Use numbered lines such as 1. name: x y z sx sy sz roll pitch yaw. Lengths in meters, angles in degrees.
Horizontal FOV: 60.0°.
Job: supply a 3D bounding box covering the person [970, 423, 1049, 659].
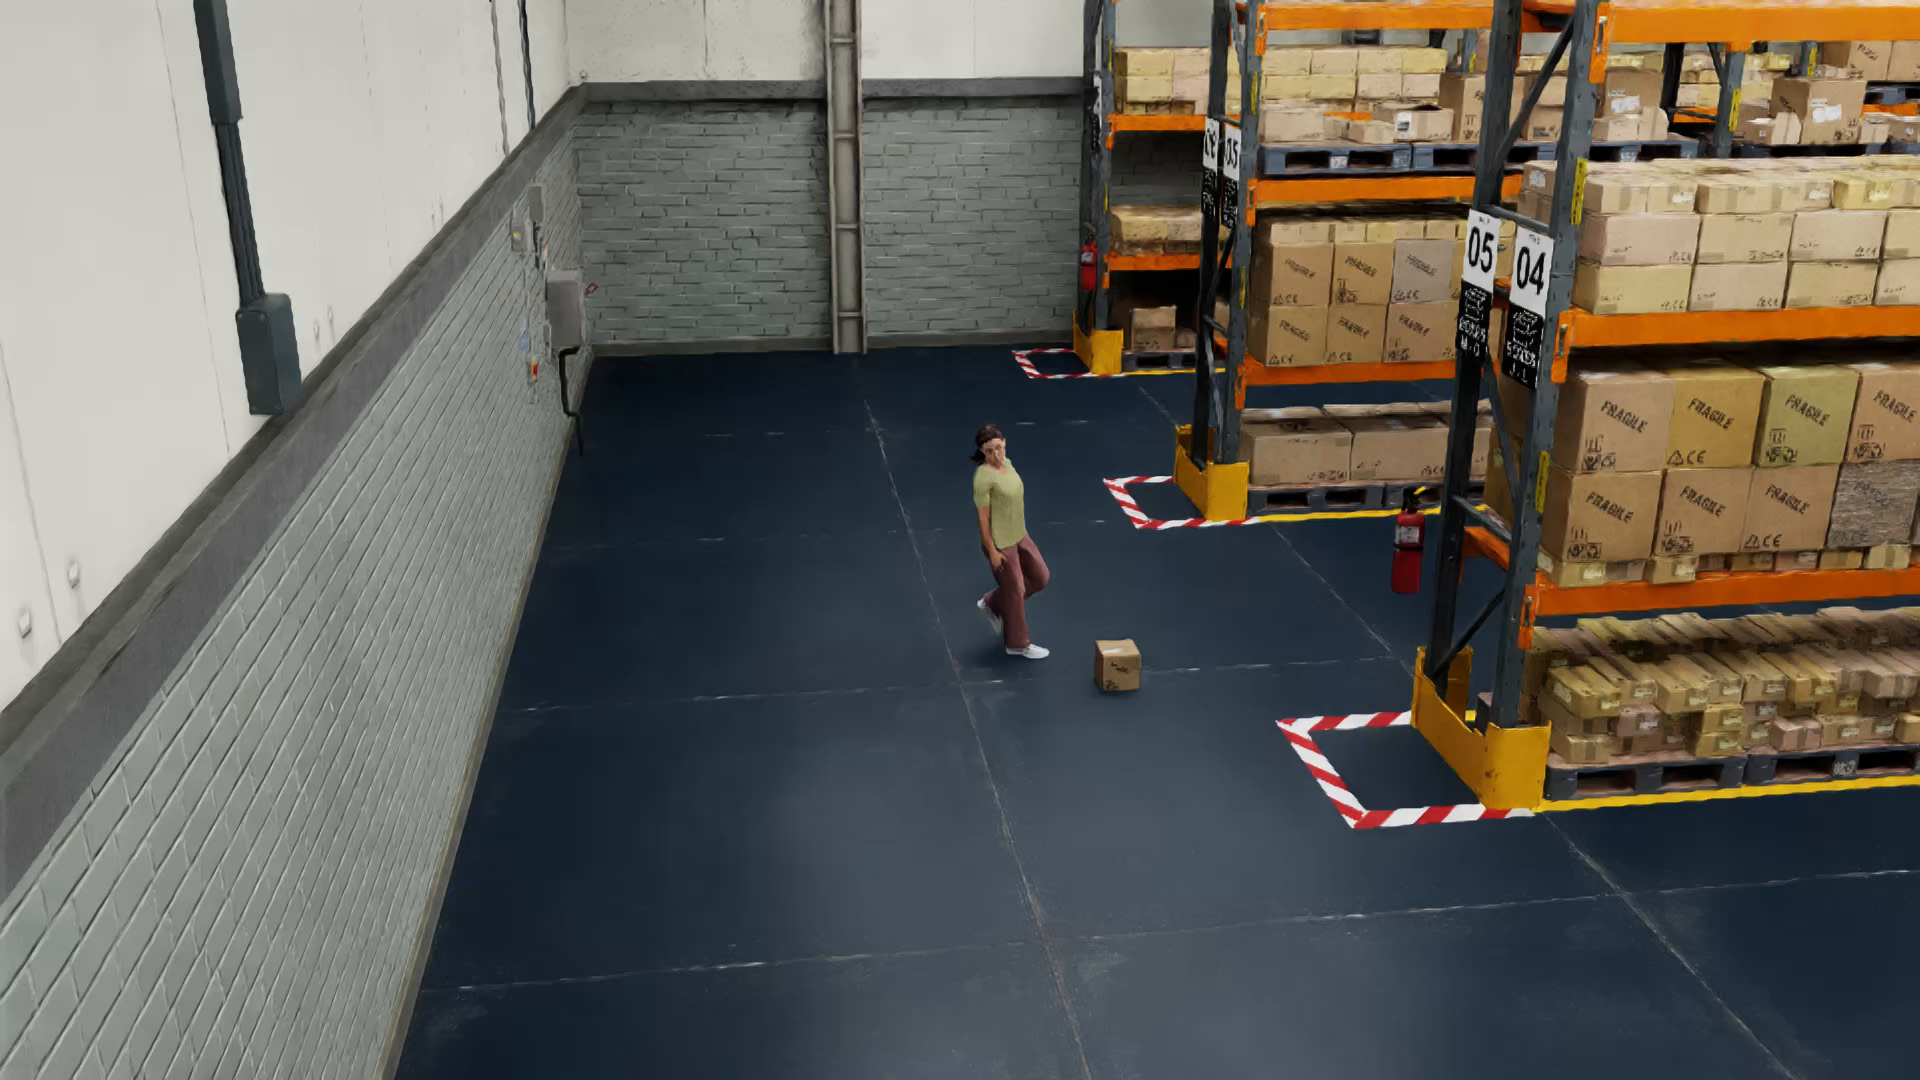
1. person: 0.308 0.132 11.097 0.555 1.406 0.497 10 22 24
